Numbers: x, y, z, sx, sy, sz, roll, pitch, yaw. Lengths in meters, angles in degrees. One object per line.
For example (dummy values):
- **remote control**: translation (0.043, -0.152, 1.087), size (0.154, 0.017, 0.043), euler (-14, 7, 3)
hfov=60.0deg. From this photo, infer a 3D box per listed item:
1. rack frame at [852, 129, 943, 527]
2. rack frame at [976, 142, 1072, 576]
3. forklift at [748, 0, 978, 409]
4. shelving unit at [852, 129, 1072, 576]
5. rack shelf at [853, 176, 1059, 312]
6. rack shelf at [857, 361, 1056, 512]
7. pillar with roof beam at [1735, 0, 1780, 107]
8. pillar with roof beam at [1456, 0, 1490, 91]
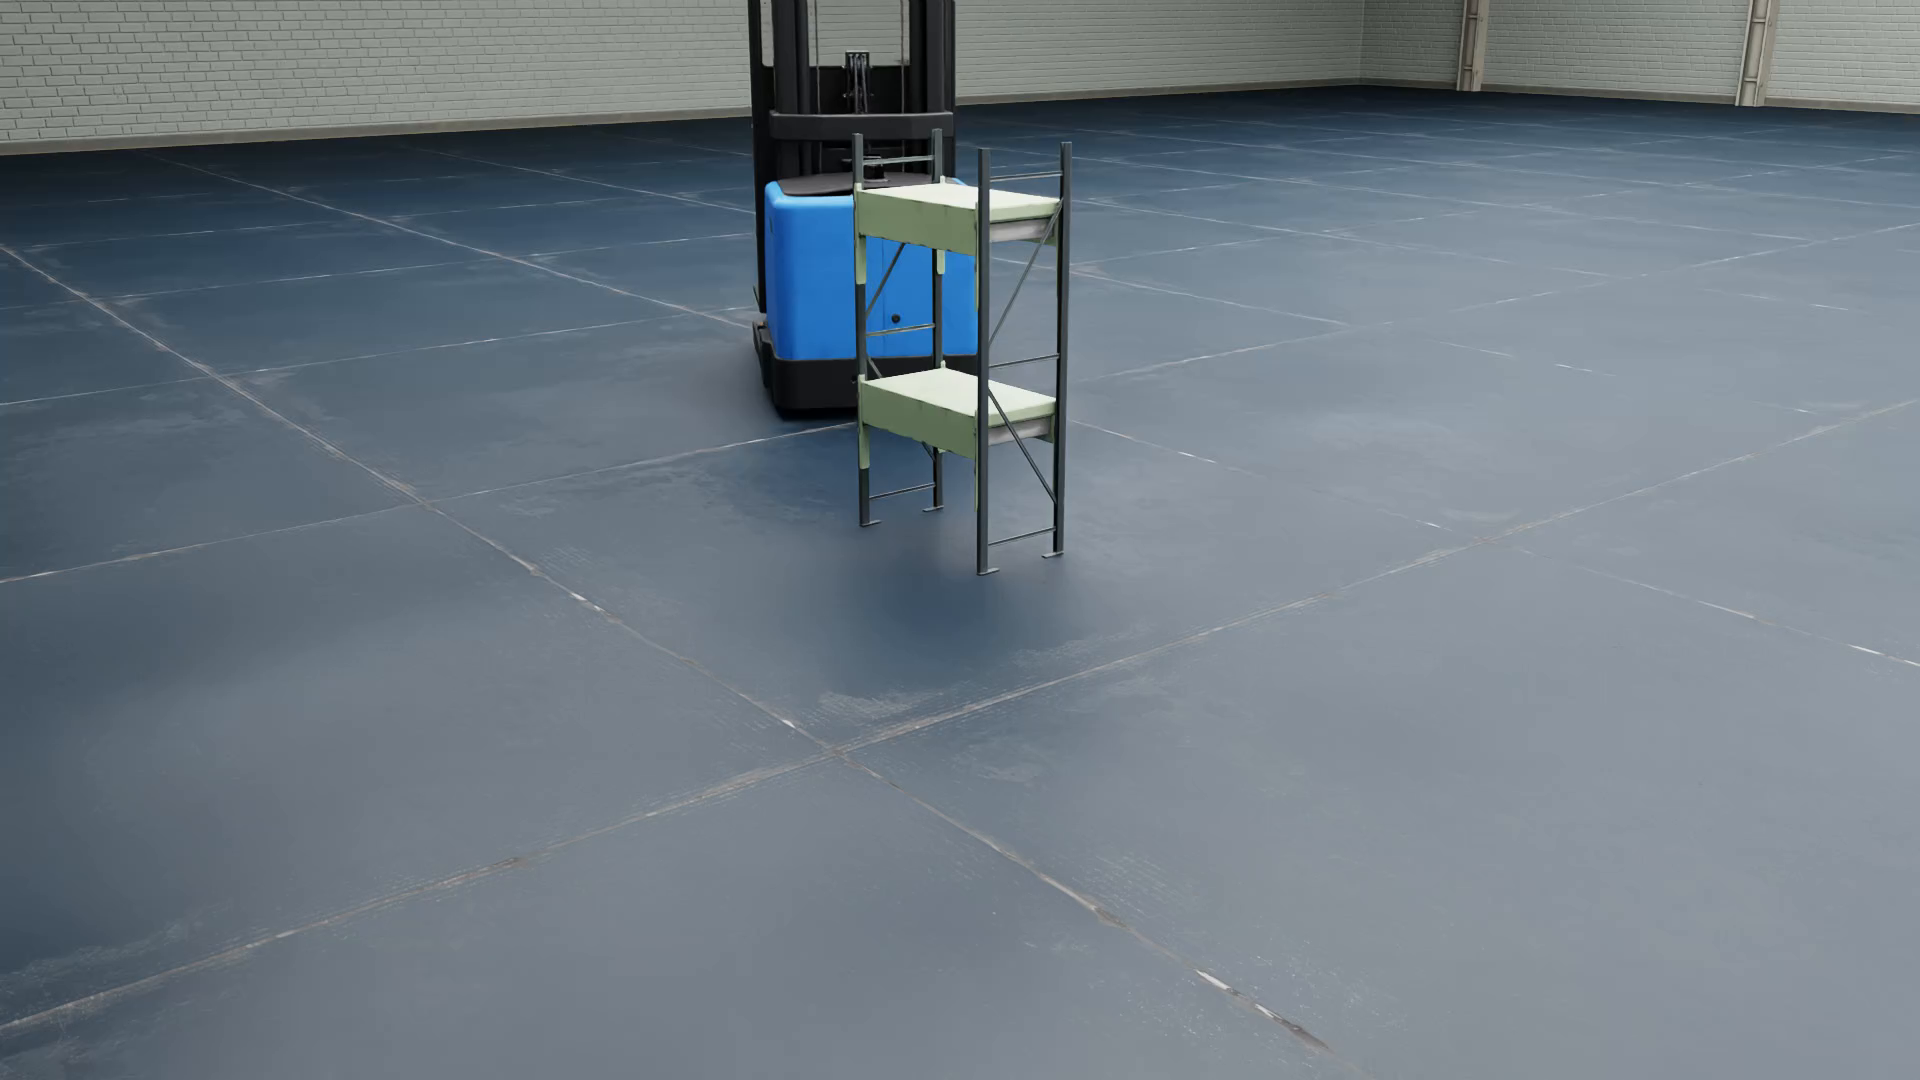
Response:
- **rack frame**: translation (-0.231, -0.804, 6.404), size (0.400, 1.500, 0.023), euler (-14, 23, -36)
- **rack frame**: translation (0.223, -0.623, 5.859), size (0.400, 1.500, 0.023), euler (-14, 23, -36)
- **forklift**: translation (-0.607, -2.447, 9.091), size (1.130, 2.935, 3.031), euler (-3, 19, -9)
- **shelving unit**: translation (-0.004, -0.714, 6.132), size (0.431, 1.500, 0.755), euler (-14, 23, -36)
- **rack shelf**: translation (-0.004, -1.084, 6.009), size (0.431, 0.370, 0.720), euler (-14, 23, -36)
- **rack shelf**: translation (-0.004, -0.404, 6.234), size (0.431, 0.370, 0.720), euler (-14, 23, -36)
- **pillar with roof beam**: translation (10.933, -11.302, 26.178), size (9.100, 9.000, 0.400), euler (-14, 23, -36)
- **pillar with roof beam**: translation (7.208, -12.780, 30.642), size (9.100, 9.000, 0.400), euler (-14, 23, -36)
